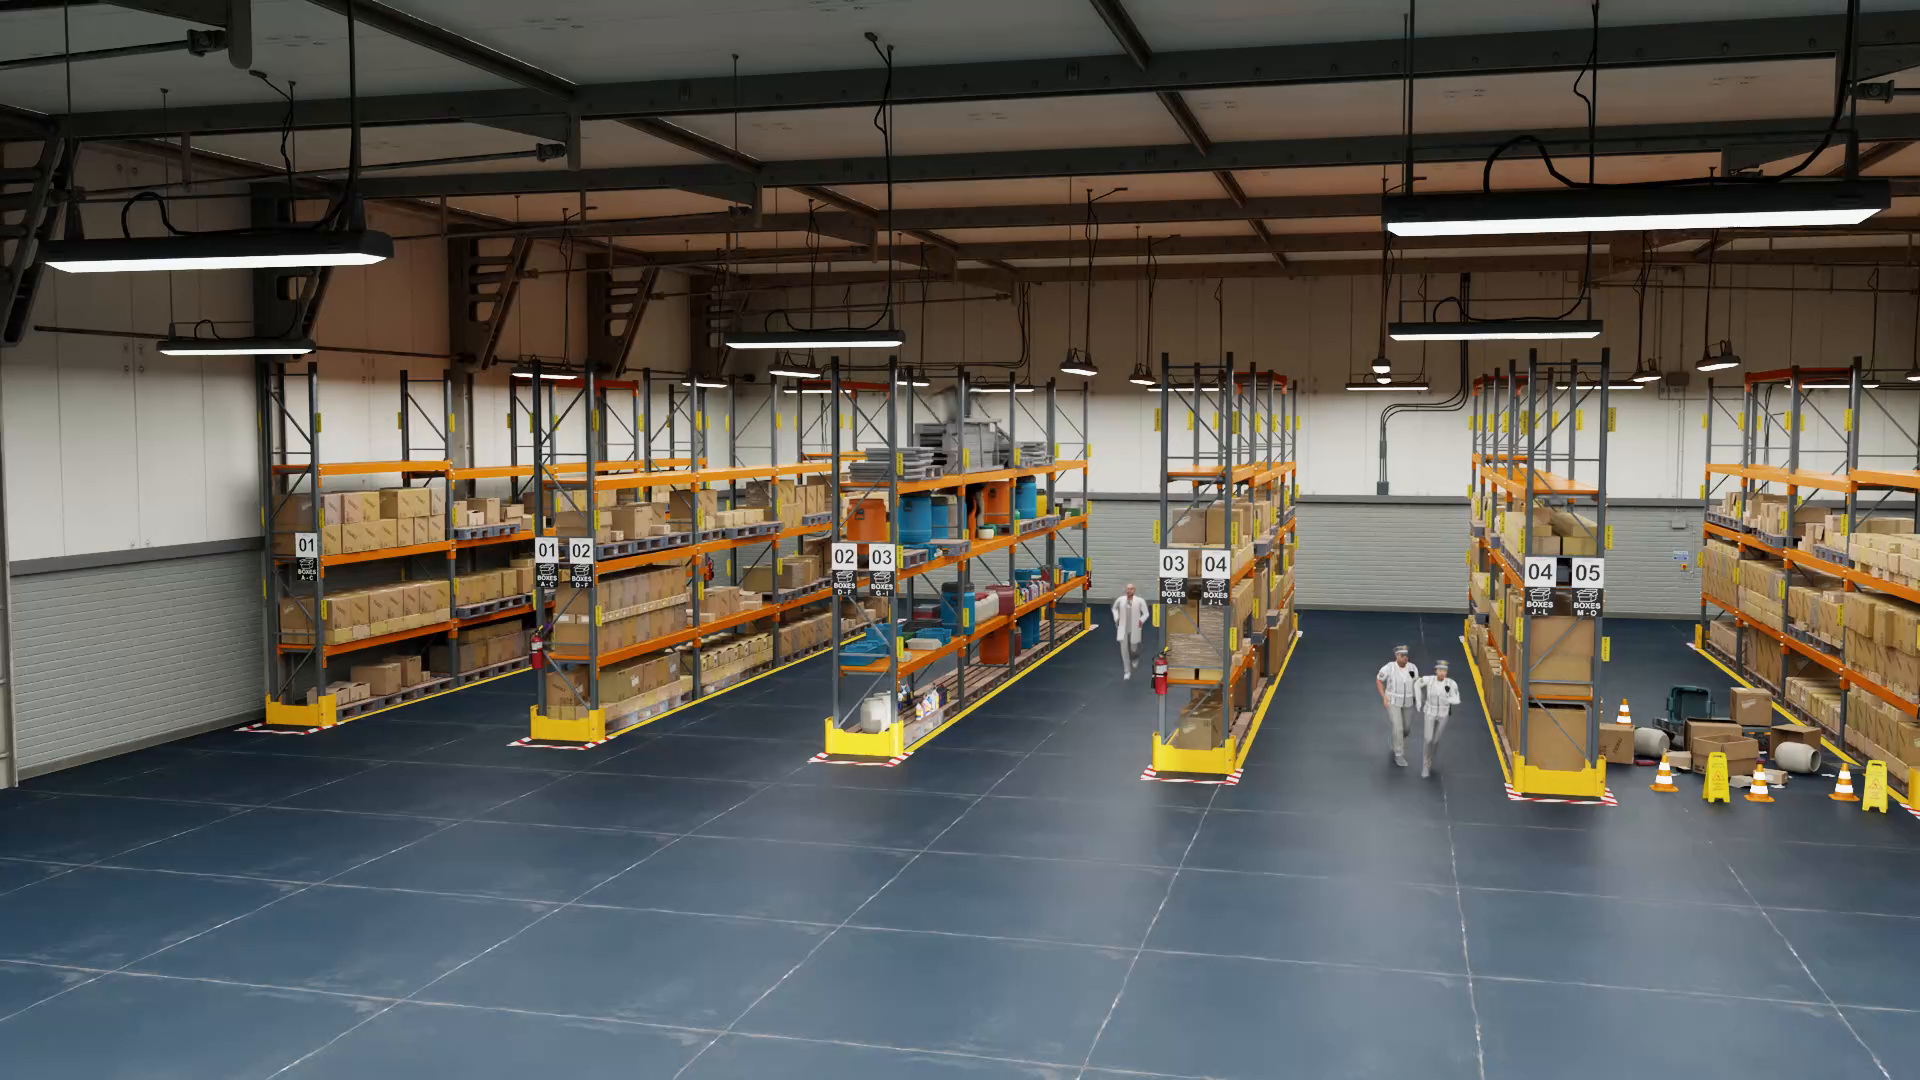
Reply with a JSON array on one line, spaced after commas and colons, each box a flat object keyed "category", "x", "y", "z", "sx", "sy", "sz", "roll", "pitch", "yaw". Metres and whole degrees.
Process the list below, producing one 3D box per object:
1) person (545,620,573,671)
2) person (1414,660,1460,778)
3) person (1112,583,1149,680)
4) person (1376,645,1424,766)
[{"category": "person", "x": -7.366, "y": 2.058, "z": 30.652, "sx": 0.734, "sy": 1.577, "sz": 0.836, "roll": -1, "pitch": 4, "yaw": -11}, {"category": "person", "x": 6.781, "y": 2.539, "z": 23.675, "sx": 0.605, "sy": 1.735, "sz": 0.793, "roll": 1, "pitch": 4, "yaw": 8}, {"category": "person", "x": 3.185, "y": 1.691, "z": 31.217, "sx": 0.711, "sy": 1.765, "sz": 0.880, "roll": 1, "pitch": 4, "yaw": 14}, {"category": "person", "x": 6.484, "y": 2.409, "z": 24.647, "sx": 0.644, "sy": 1.758, "sz": 0.841, "roll": 0, "pitch": 4, "yaw": -7}]
